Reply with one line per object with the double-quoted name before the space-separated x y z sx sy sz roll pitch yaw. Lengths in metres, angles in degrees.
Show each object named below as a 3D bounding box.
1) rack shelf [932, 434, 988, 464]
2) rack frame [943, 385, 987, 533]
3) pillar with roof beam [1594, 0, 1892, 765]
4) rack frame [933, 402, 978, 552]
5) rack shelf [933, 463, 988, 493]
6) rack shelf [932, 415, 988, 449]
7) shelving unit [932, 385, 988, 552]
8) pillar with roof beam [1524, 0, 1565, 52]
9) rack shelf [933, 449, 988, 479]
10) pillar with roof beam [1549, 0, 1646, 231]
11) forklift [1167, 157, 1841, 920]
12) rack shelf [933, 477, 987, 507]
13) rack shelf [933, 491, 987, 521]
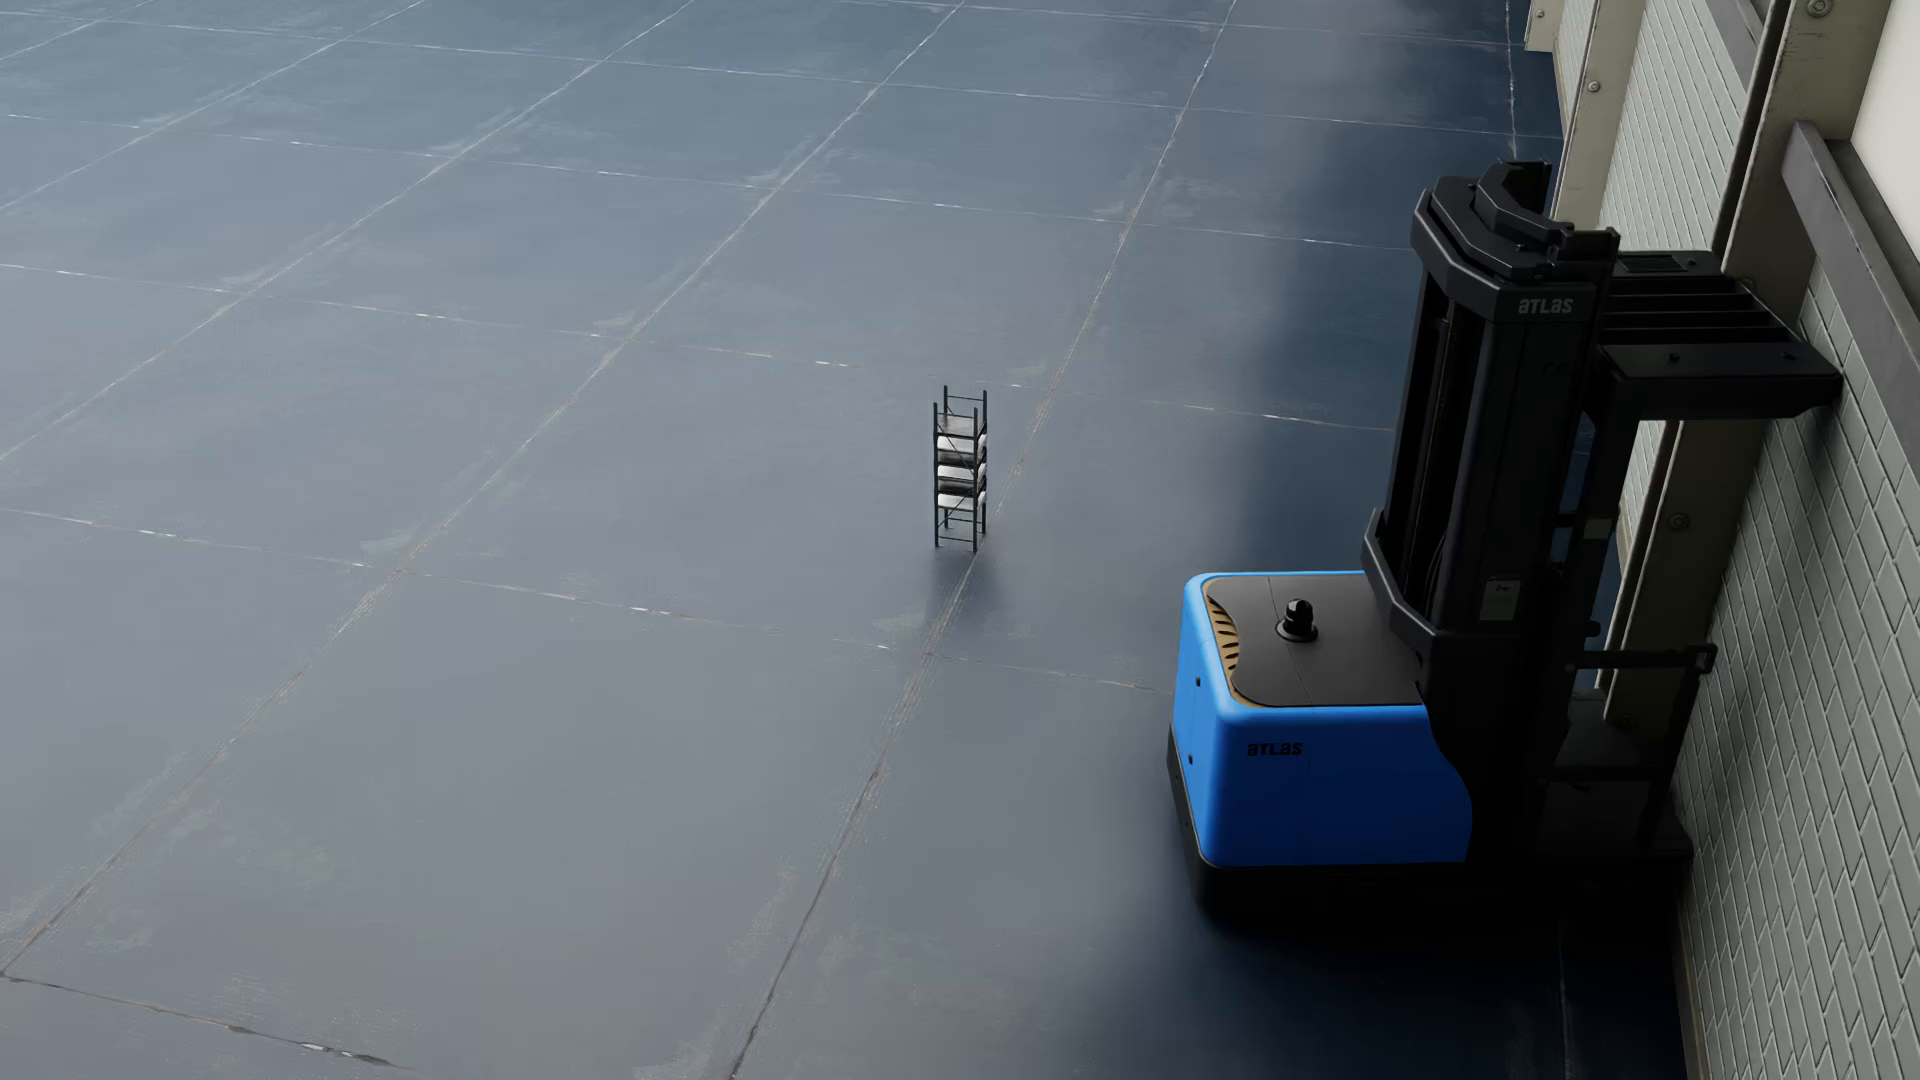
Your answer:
"rack shelf" 0.002 -0.508 9.006 0.258 0.077 0.200 8 33 12
"rack frame" 0.028 -0.437 9.168 0.240 0.900 0.006 8 33 12
"pillar with roof beam" -1.107 -3.354 6.208 9.100 9.000 0.400 8 33 12
"rack frame" -0.024 -0.331 9.002 0.240 0.900 0.006 8 33 12
"rack shelf" 0.002 -0.356 9.103 0.258 0.077 0.200 8 33 12
"rack shelf" 0.002 -0.584 8.958 0.258 0.077 0.200 8 33 12
"shelving unit" 0.002 -0.384 9.085 0.258 0.900 0.210 8 33 12
"pillar with roof beam" 1.938 -9.581 16.003 9.100 9.000 0.400 8 33 12
"rack shelf" 0.002 -0.432 9.055 0.258 0.077 0.200 8 33 12
"pillar with roof beam" 0.415 -6.468 11.106 9.100 9.000 0.400 8 33 12
"forklift" 2.470 0.042 6.522 3.031 2.935 1.130 -1 32 -2
"rack shelf" 0.002 -0.280 9.151 0.258 0.077 0.200 8 33 12
"rack shelf" 0.002 -0.204 9.199 0.258 0.077 0.200 8 33 12
